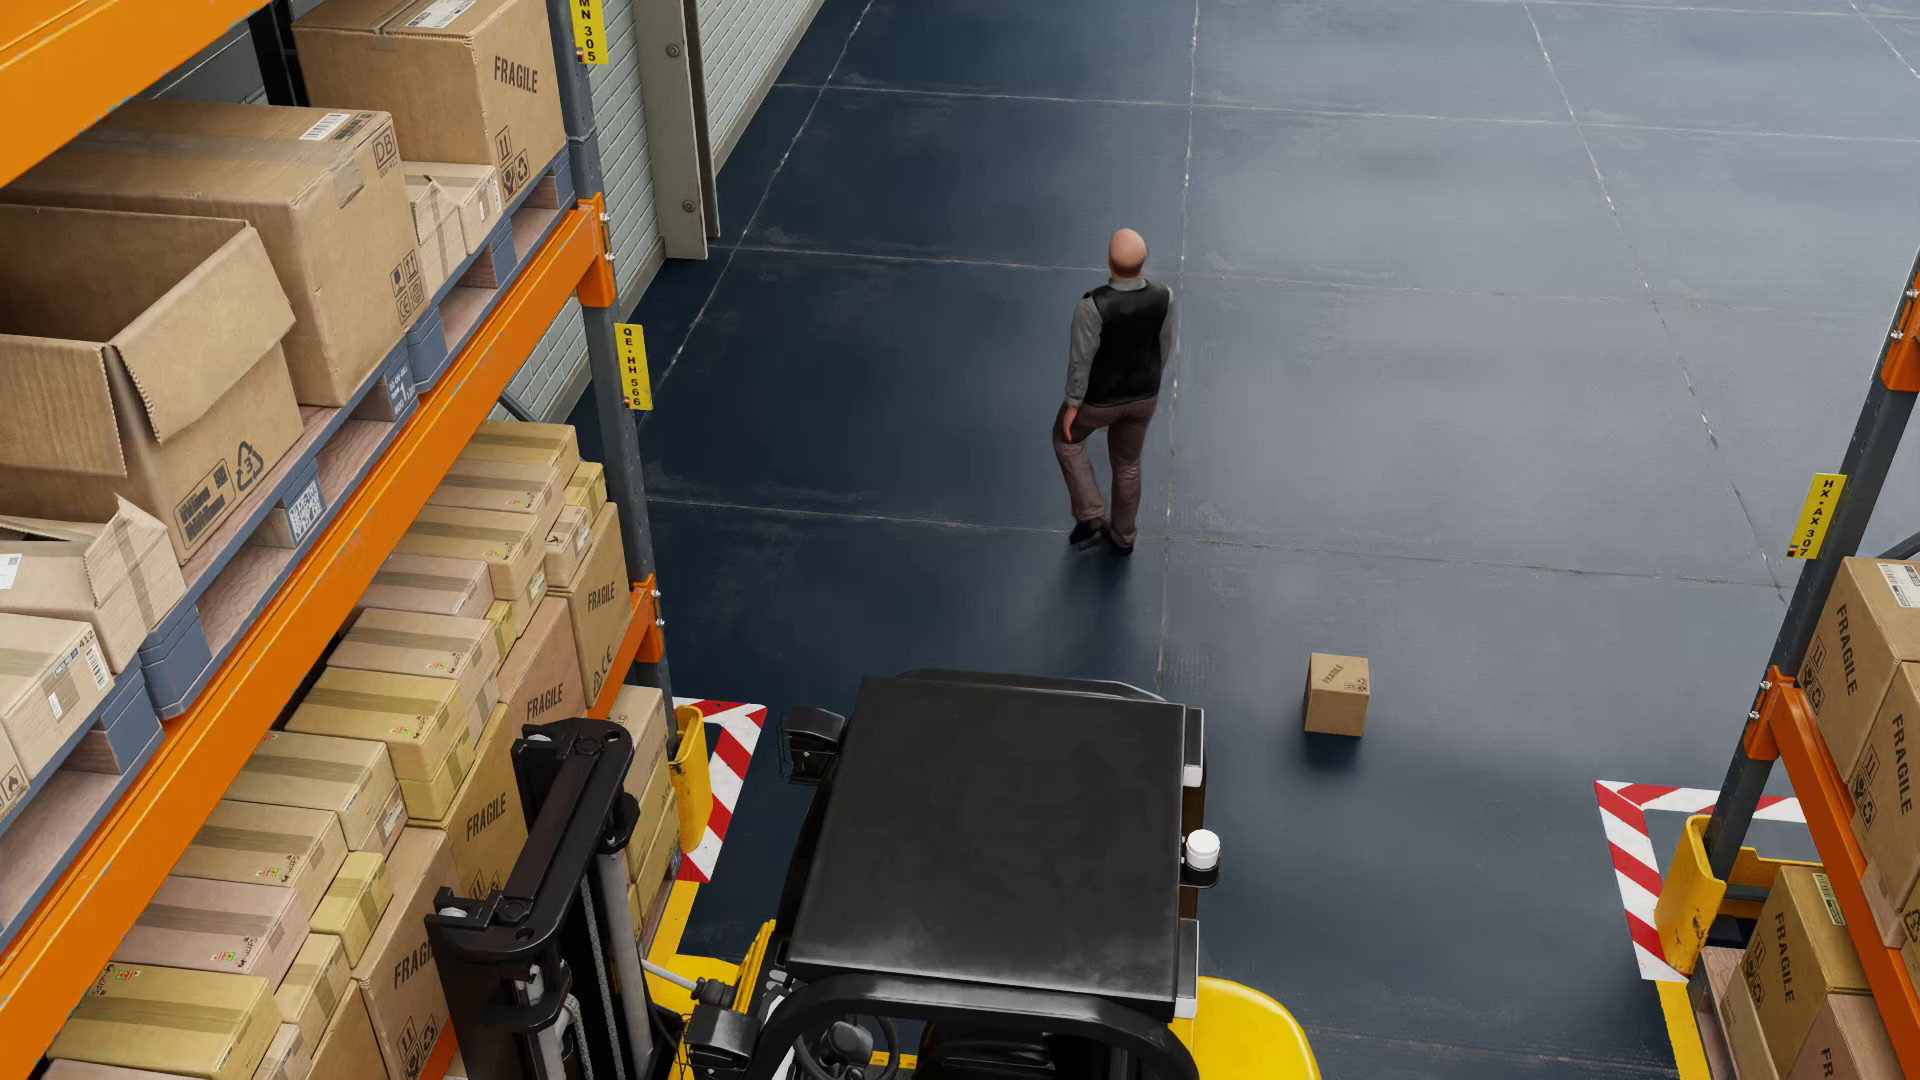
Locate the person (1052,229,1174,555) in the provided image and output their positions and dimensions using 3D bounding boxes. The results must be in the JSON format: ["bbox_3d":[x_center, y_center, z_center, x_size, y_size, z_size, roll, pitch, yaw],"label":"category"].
[{"bbox_3d":[0.725,-0.705,8.015,0.575,1.750,0.479,-11,37,-14],"label":"person"}]
